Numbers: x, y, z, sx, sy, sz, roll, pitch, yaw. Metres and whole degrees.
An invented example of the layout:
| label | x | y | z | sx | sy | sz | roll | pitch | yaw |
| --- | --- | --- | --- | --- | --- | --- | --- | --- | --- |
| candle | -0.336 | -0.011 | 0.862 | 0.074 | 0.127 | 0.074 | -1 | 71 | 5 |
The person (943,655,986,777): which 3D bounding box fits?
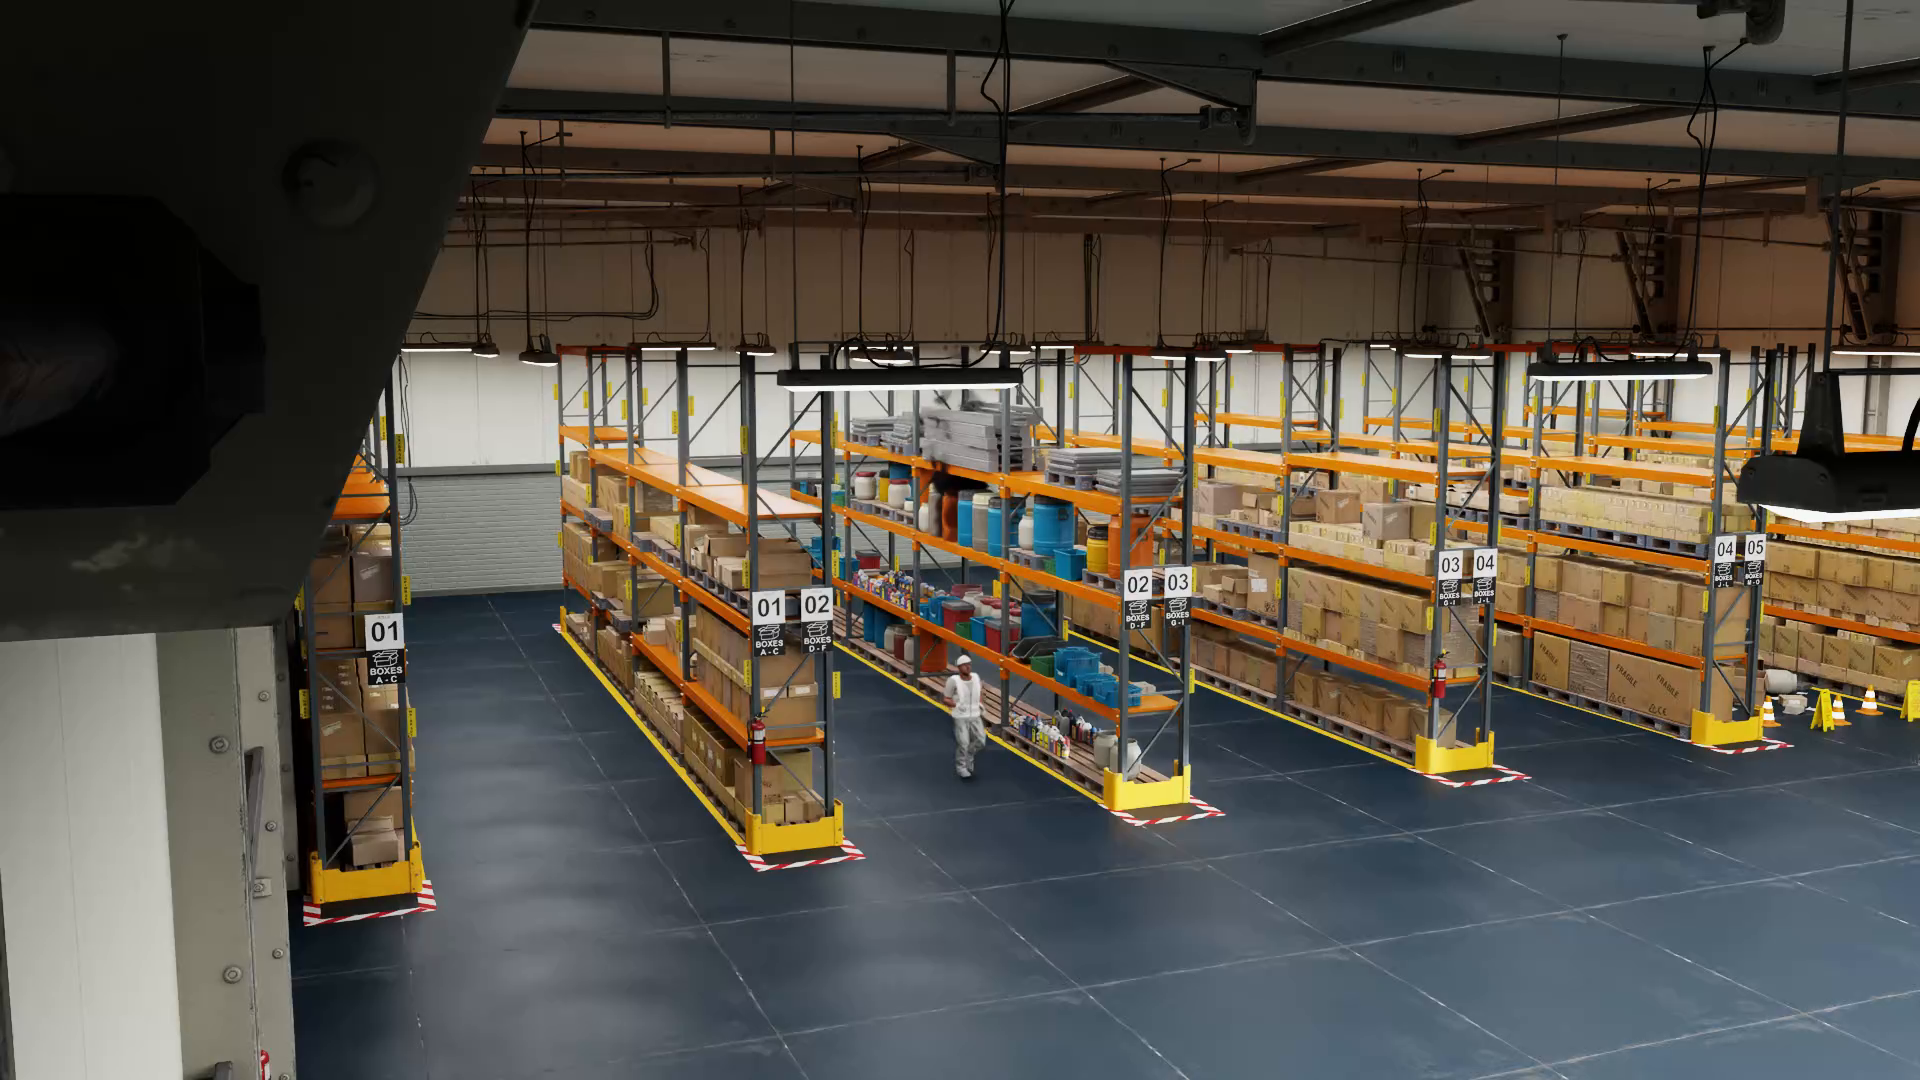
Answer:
| label | x | y | z | sx | sy | sz | roll | pitch | yaw |
| --- | --- | --- | --- | --- | --- | --- | --- | --- | --- |
| person | 0.120 | 2.493 | 23.401 | 0.669 | 1.736 | 0.589 | -4 | 8 | -26 |
